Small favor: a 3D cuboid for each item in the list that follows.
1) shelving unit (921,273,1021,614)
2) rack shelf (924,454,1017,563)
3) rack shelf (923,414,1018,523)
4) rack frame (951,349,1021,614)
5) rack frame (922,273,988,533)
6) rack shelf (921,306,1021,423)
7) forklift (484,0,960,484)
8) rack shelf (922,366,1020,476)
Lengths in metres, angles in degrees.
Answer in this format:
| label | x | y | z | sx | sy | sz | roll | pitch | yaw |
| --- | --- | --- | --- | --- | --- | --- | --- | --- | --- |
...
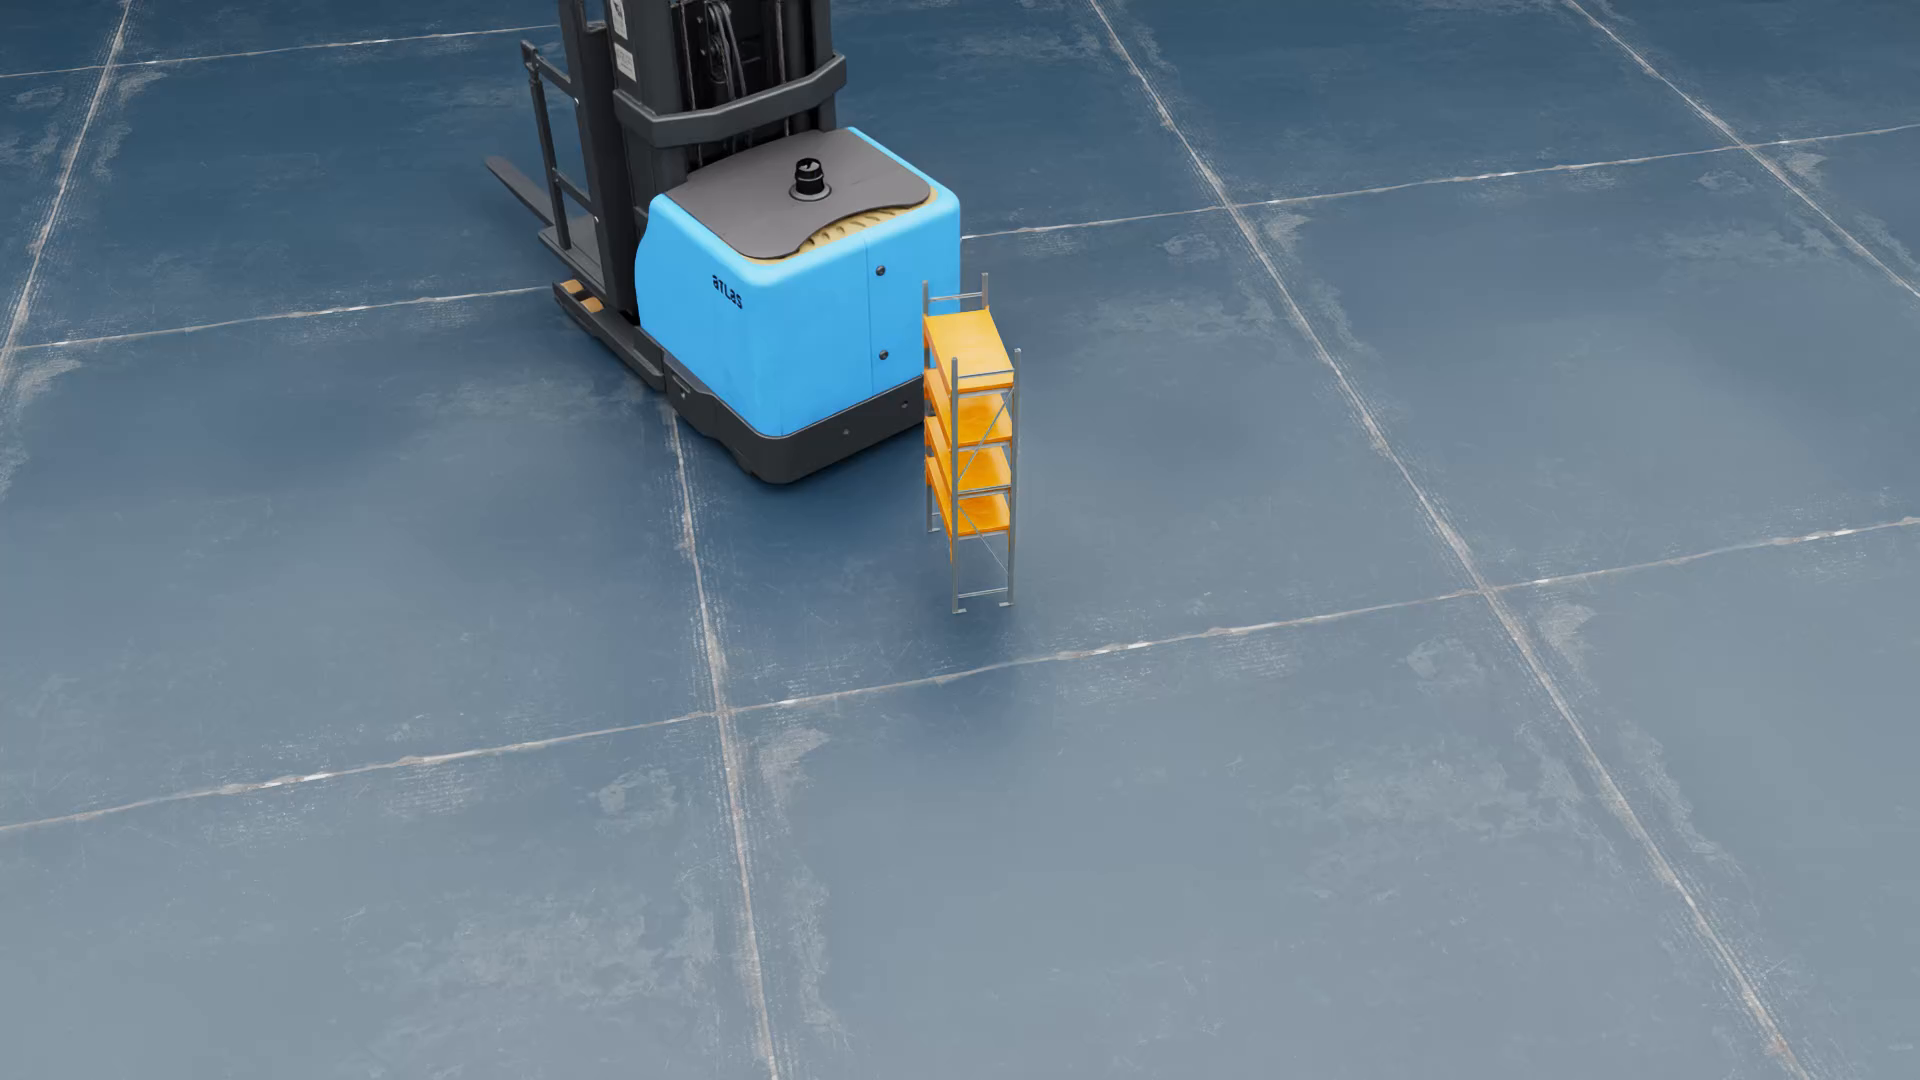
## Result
| label | x | y | z | sx | sy | sz | roll | pitch | yaw |
| --- | --- | --- | --- | --- | --- | --- | --- | --- | --- |
| shelving unit | 0.036 | -0.341 | 6.231 | 0.258 | 1.200 | 0.503 | -8 | 42 | -9 |
| rack shelf | 0.036 | -0.143 | 6.407 | 0.258 | 0.148 | 0.480 | -8 | 42 | -9 |
| rack shelf | 0.036 | -0.291 | 6.275 | 0.258 | 0.148 | 0.480 | -8 | 42 | -9 |
| rack frame | 0.088 | -0.183 | 6.053 | 0.240 | 1.200 | 0.015 | -8 | 42 | -9 |
| rack frame | -0.017 | -0.500 | 6.409 | 0.240 | 1.200 | 0.015 | -8 | 42 | -9 |
| rack shelf | 0.036 | -0.635 | 5.970 | 0.258 | 0.148 | 0.480 | -8 | 42 | -9 |
| forklift | -1.283 | -2.253 | 7.080 | 1.130 | 2.935 | 3.031 | -27 | 48 | -27 |
| rack shelf | 0.036 | -0.458 | 6.127 | 0.258 | 0.148 | 0.480 | -8 | 42 | -9 |
